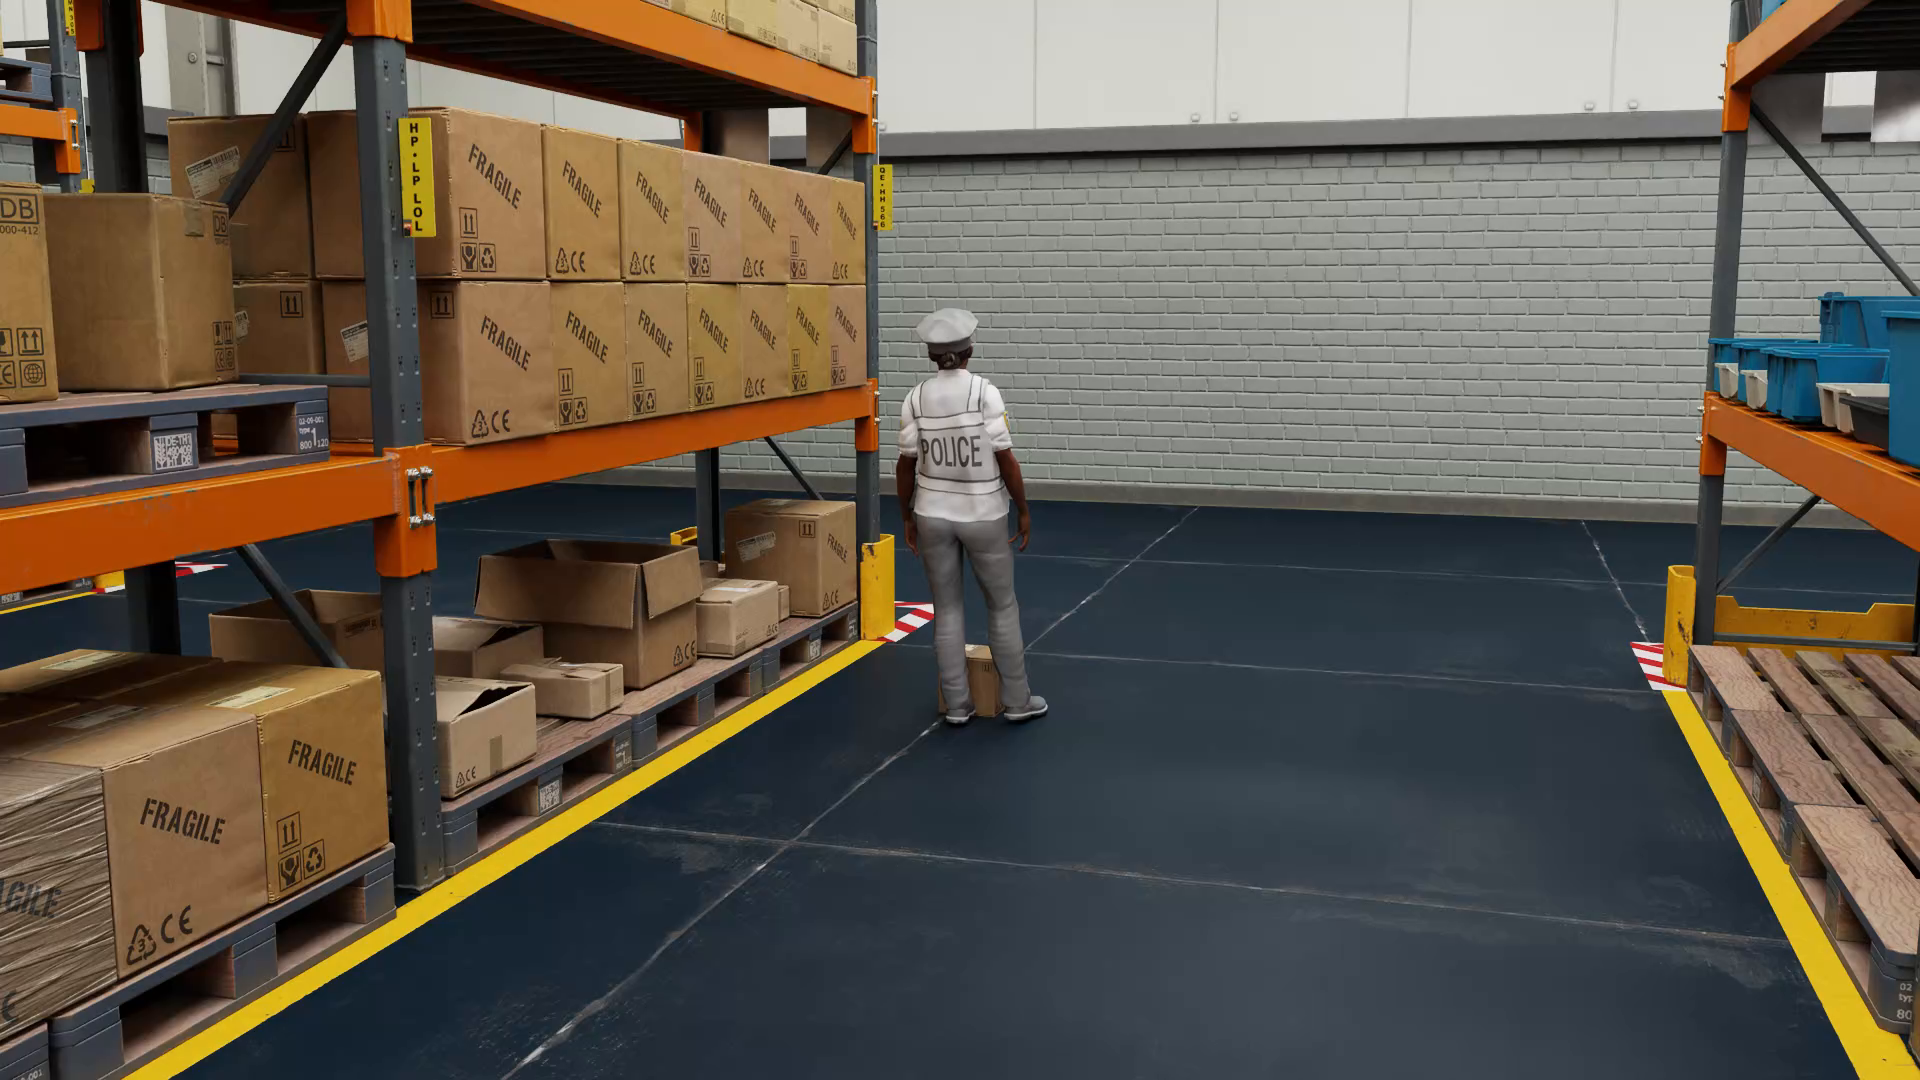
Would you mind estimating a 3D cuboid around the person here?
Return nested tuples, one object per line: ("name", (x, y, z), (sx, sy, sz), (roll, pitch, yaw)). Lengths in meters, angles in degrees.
("person", (0.042, -0.094, 6.795), (0.569, 1.694, 0.529), (2, 9, 16))
